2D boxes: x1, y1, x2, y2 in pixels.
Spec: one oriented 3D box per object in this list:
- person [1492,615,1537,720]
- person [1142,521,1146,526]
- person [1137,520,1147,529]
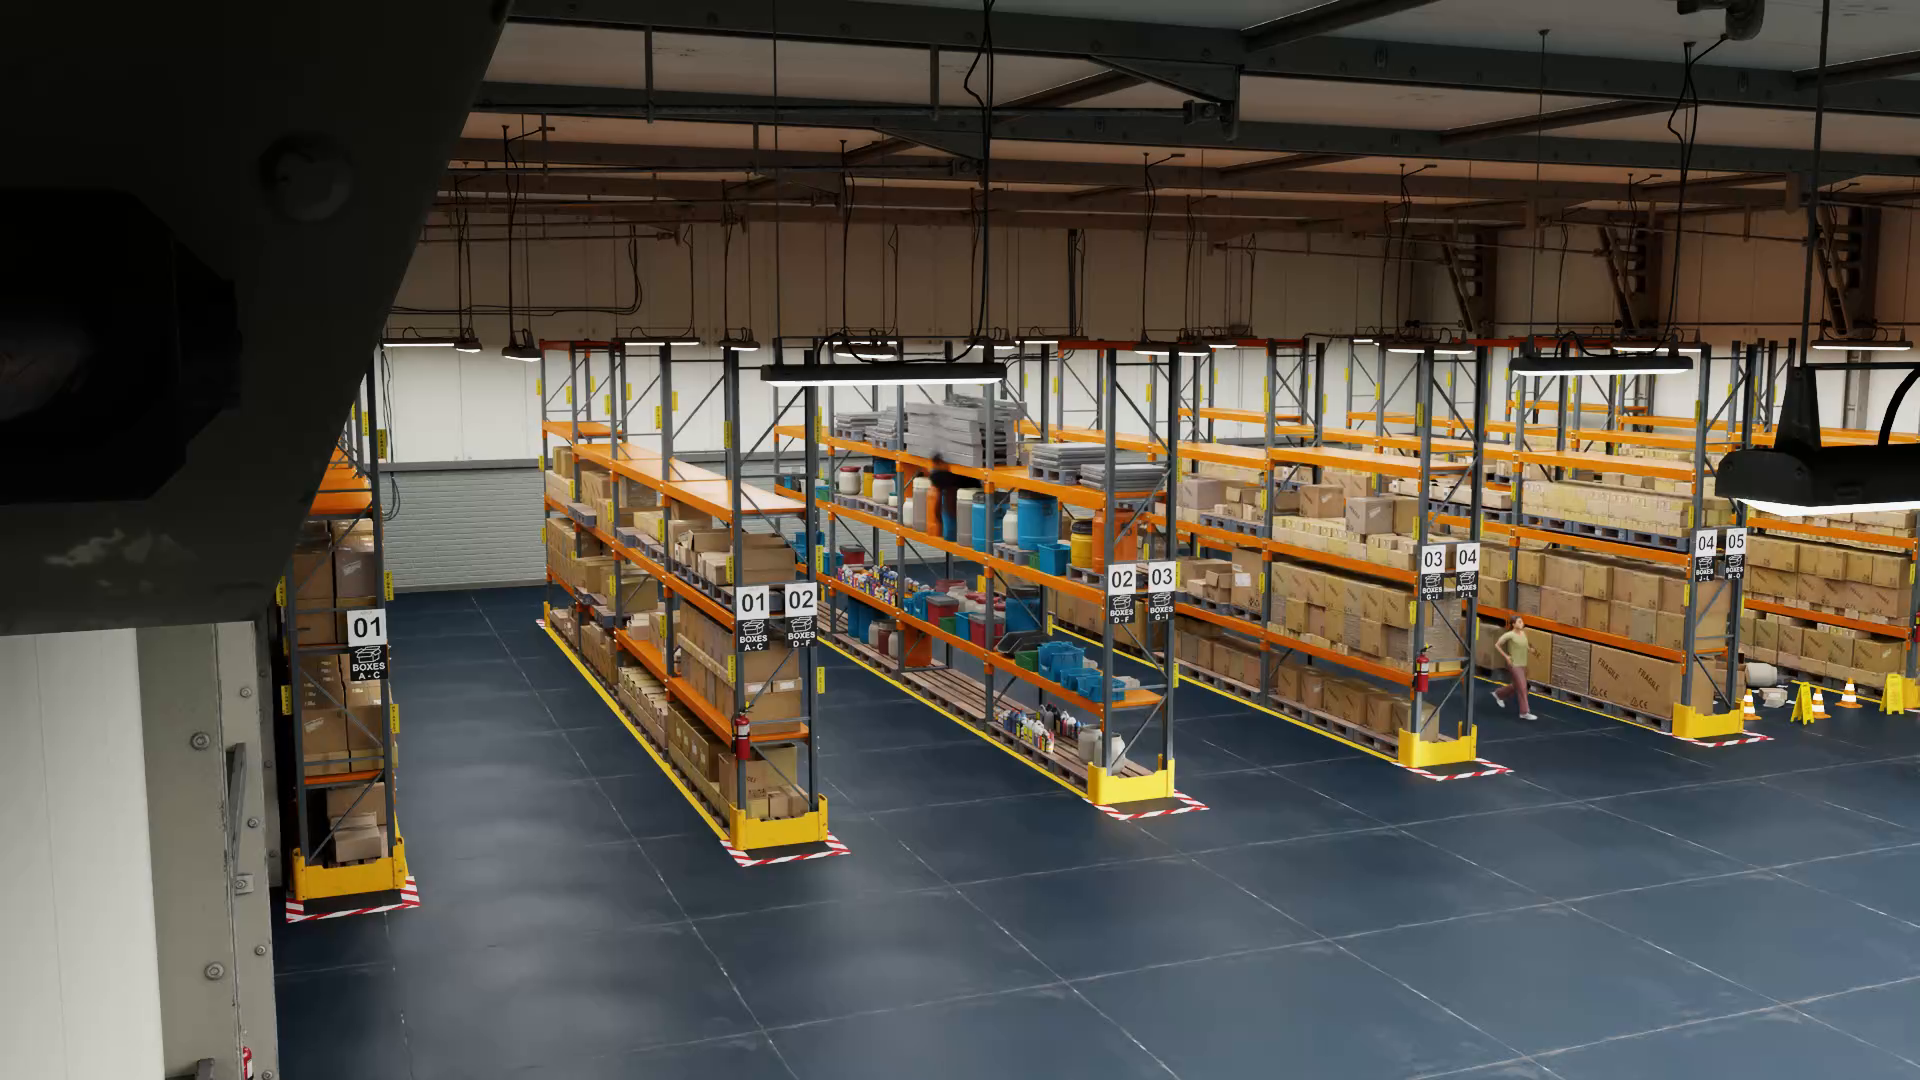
[{"bbox_3d":[8.957,2.020,26.817,0.586,1.645,0.923,-5,9,-34],"label":"person"},{"bbox_3d":[4.400,0.177,41.240,0.804,1.624,0.592,-3,8,-22],"label":"person"},{"bbox_3d":[4.261,0.224,40.289,0.731,1.742,0.955,3,8,24],"label":"person"}]
